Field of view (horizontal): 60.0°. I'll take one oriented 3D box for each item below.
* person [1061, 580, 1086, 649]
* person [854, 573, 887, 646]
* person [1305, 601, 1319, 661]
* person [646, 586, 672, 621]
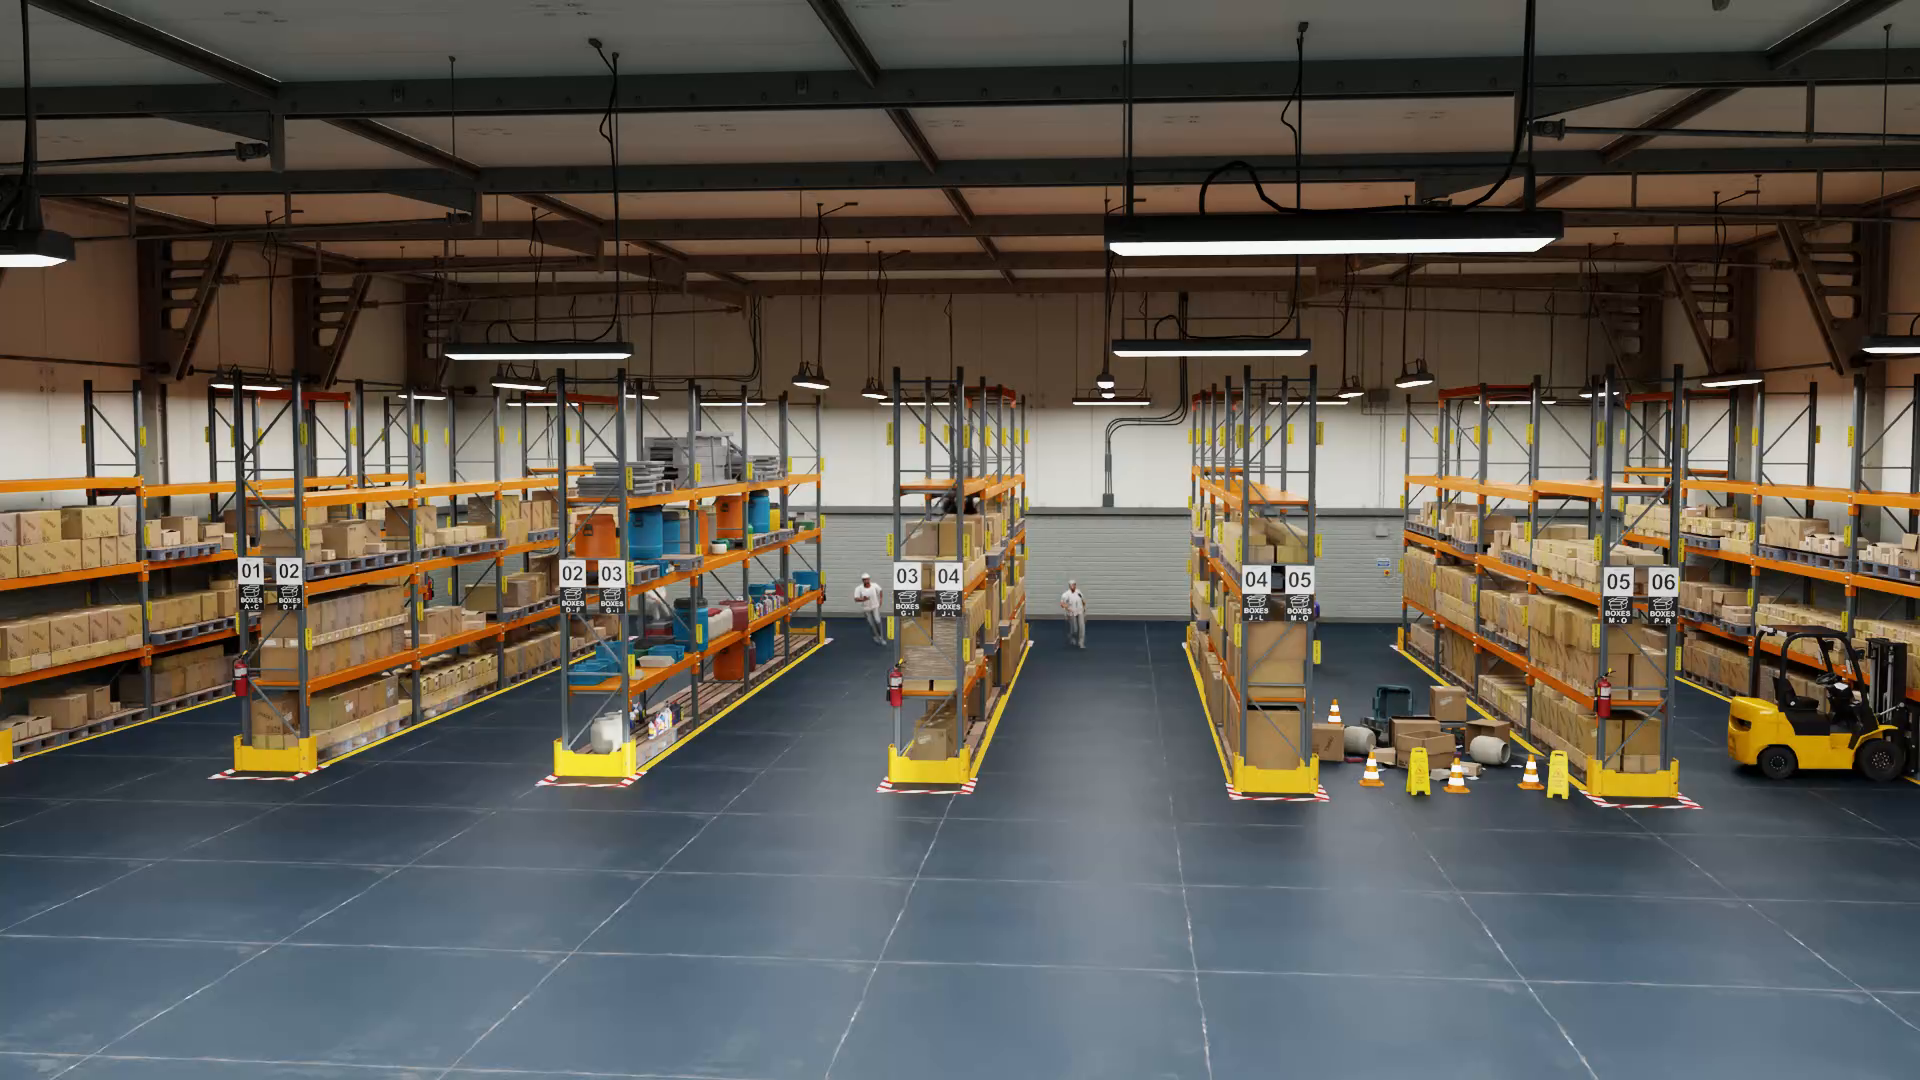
[{"bbox_3d":[2.696,1.754,39.453,0.640,1.614,0.645,-1,4,-18],"label":"person"},{"bbox_3d":[-2.156,1.664,40.015,0.778,1.758,0.679,0,4,-5],"label":"person"},{"bbox_3d":[7.657,1.907,36.718,0.592,1.609,0.763,0,4,-5],"label":"person"},{"bbox_3d":[-7.540,1.544,41.573,0.604,1.736,0.652,3,5,40],"label":"person"}]
